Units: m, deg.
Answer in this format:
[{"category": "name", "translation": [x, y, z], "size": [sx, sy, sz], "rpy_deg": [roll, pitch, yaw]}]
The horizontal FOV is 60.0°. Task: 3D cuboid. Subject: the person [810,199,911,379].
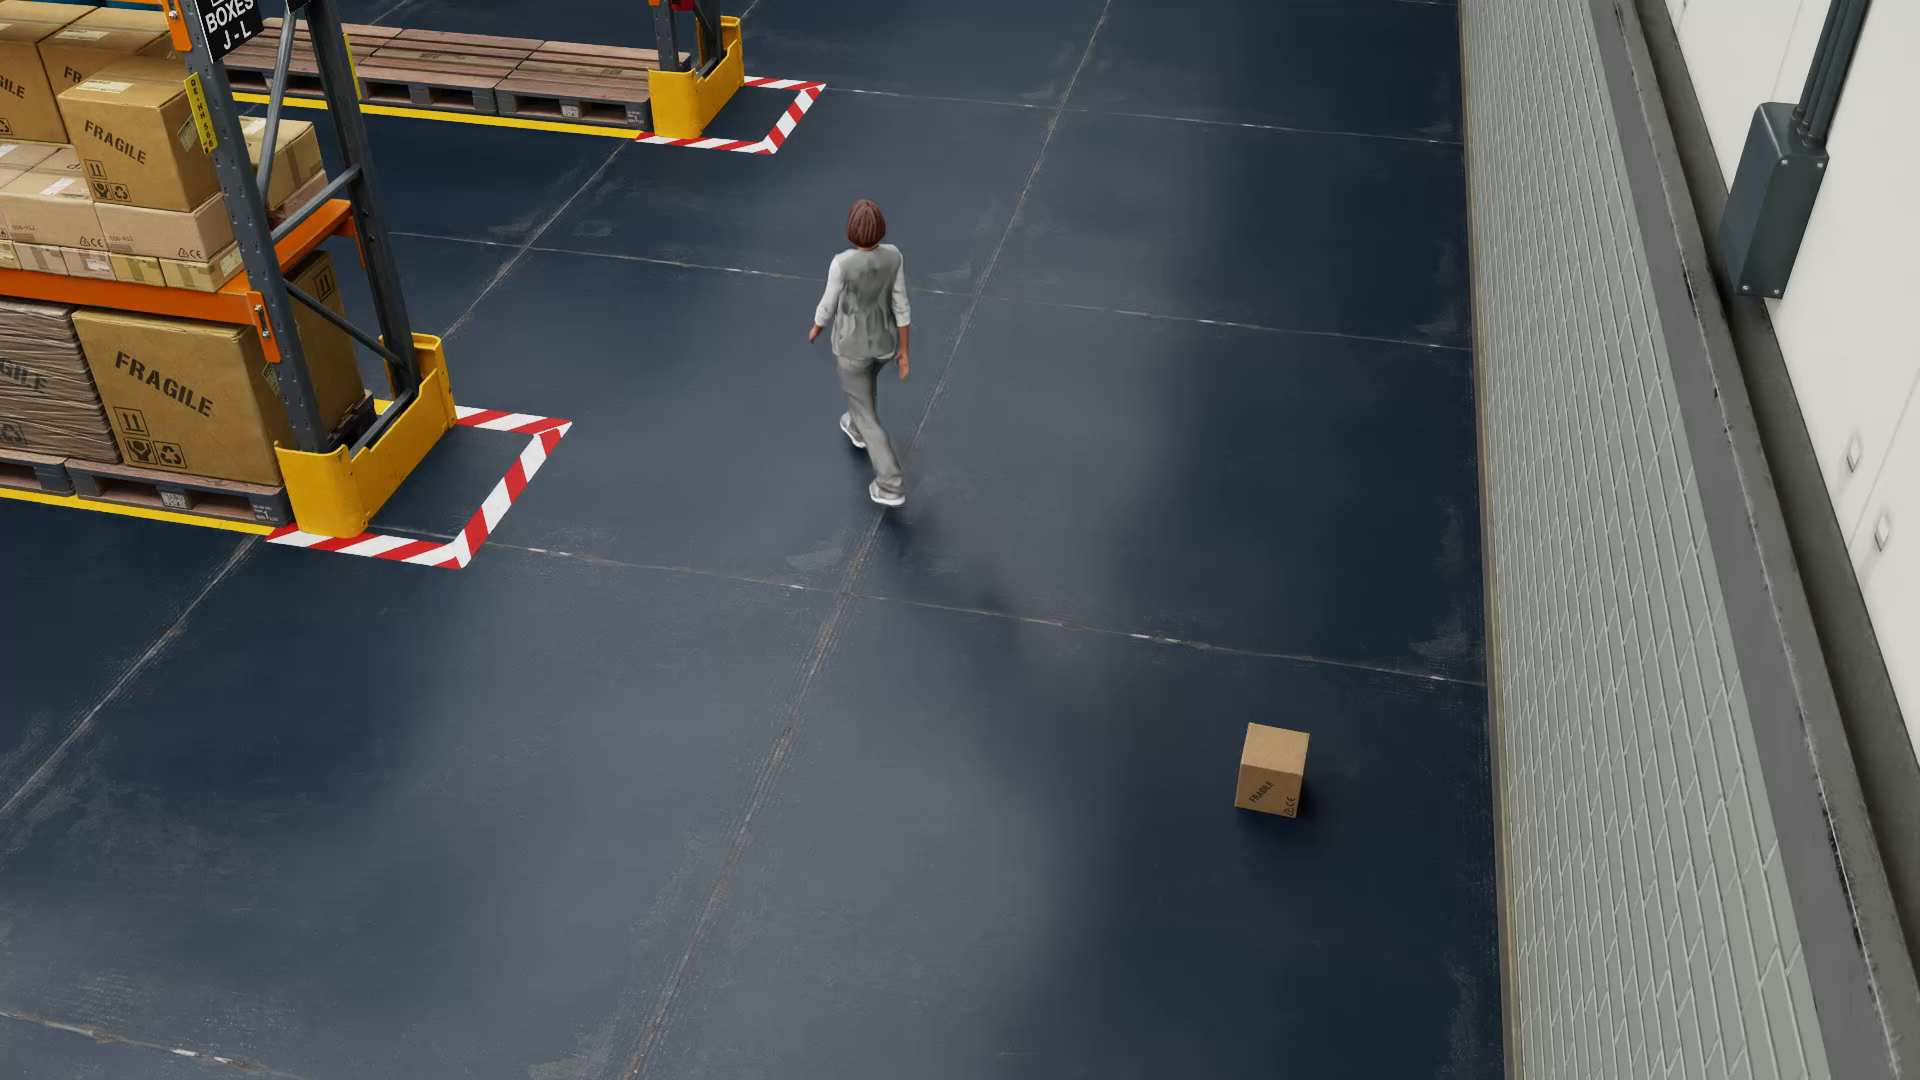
[{"category": "person", "translation": [-0.502, -1.245, 8.092], "size": [0.414, 0.927, 0.465], "rpy_deg": [-19, 41, -24]}]
